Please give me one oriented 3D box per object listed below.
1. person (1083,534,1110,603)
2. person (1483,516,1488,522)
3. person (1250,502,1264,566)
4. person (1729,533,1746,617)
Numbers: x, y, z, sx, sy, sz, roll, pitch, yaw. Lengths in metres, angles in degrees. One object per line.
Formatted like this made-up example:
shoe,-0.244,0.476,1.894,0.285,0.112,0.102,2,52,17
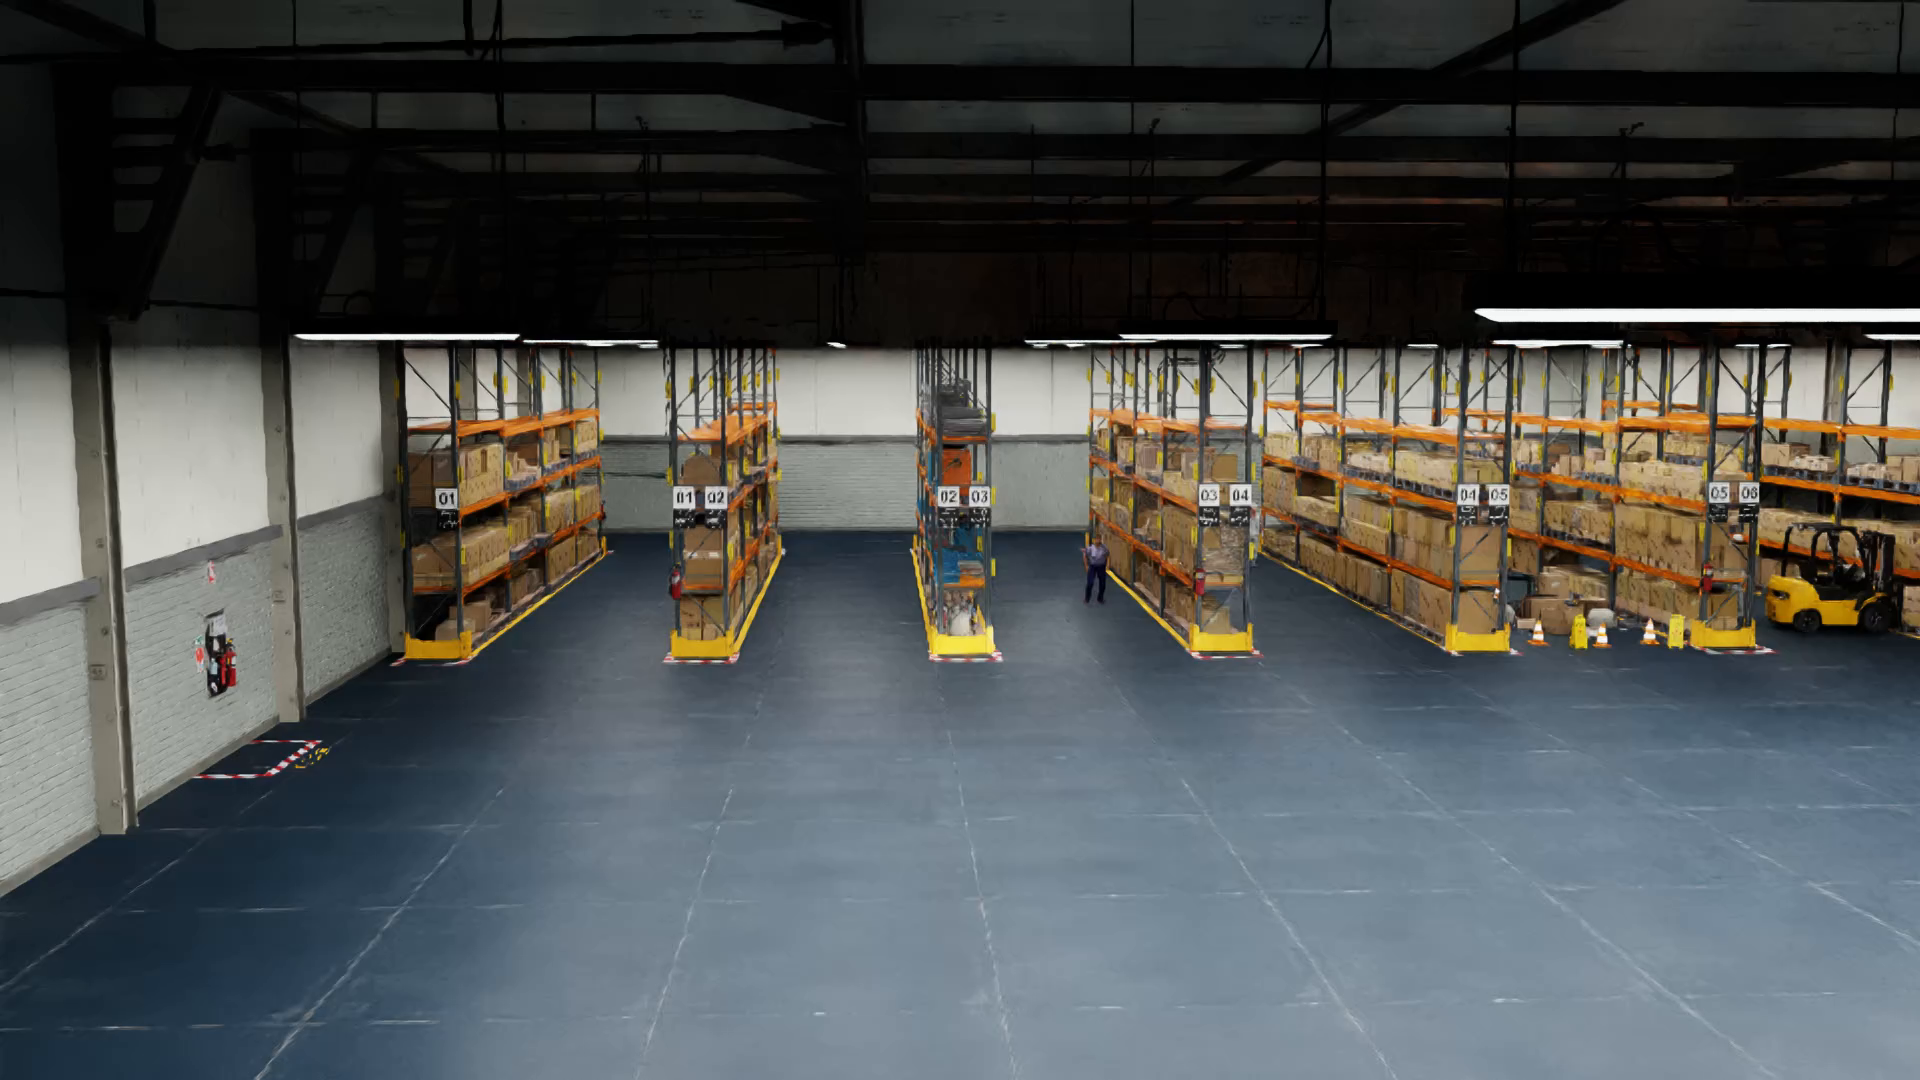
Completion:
person,3.108,0.646,37.833,0.625,1.596,0.510,-1,7,-5
person,12.939,0.232,40.950,0.540,1.664,0.573,2,7,20
person,7.752,-0.155,44.227,0.677,1.742,0.547,0,7,-4
person,16.706,0.747,35.900,0.494,1.785,0.616,3,7,26
